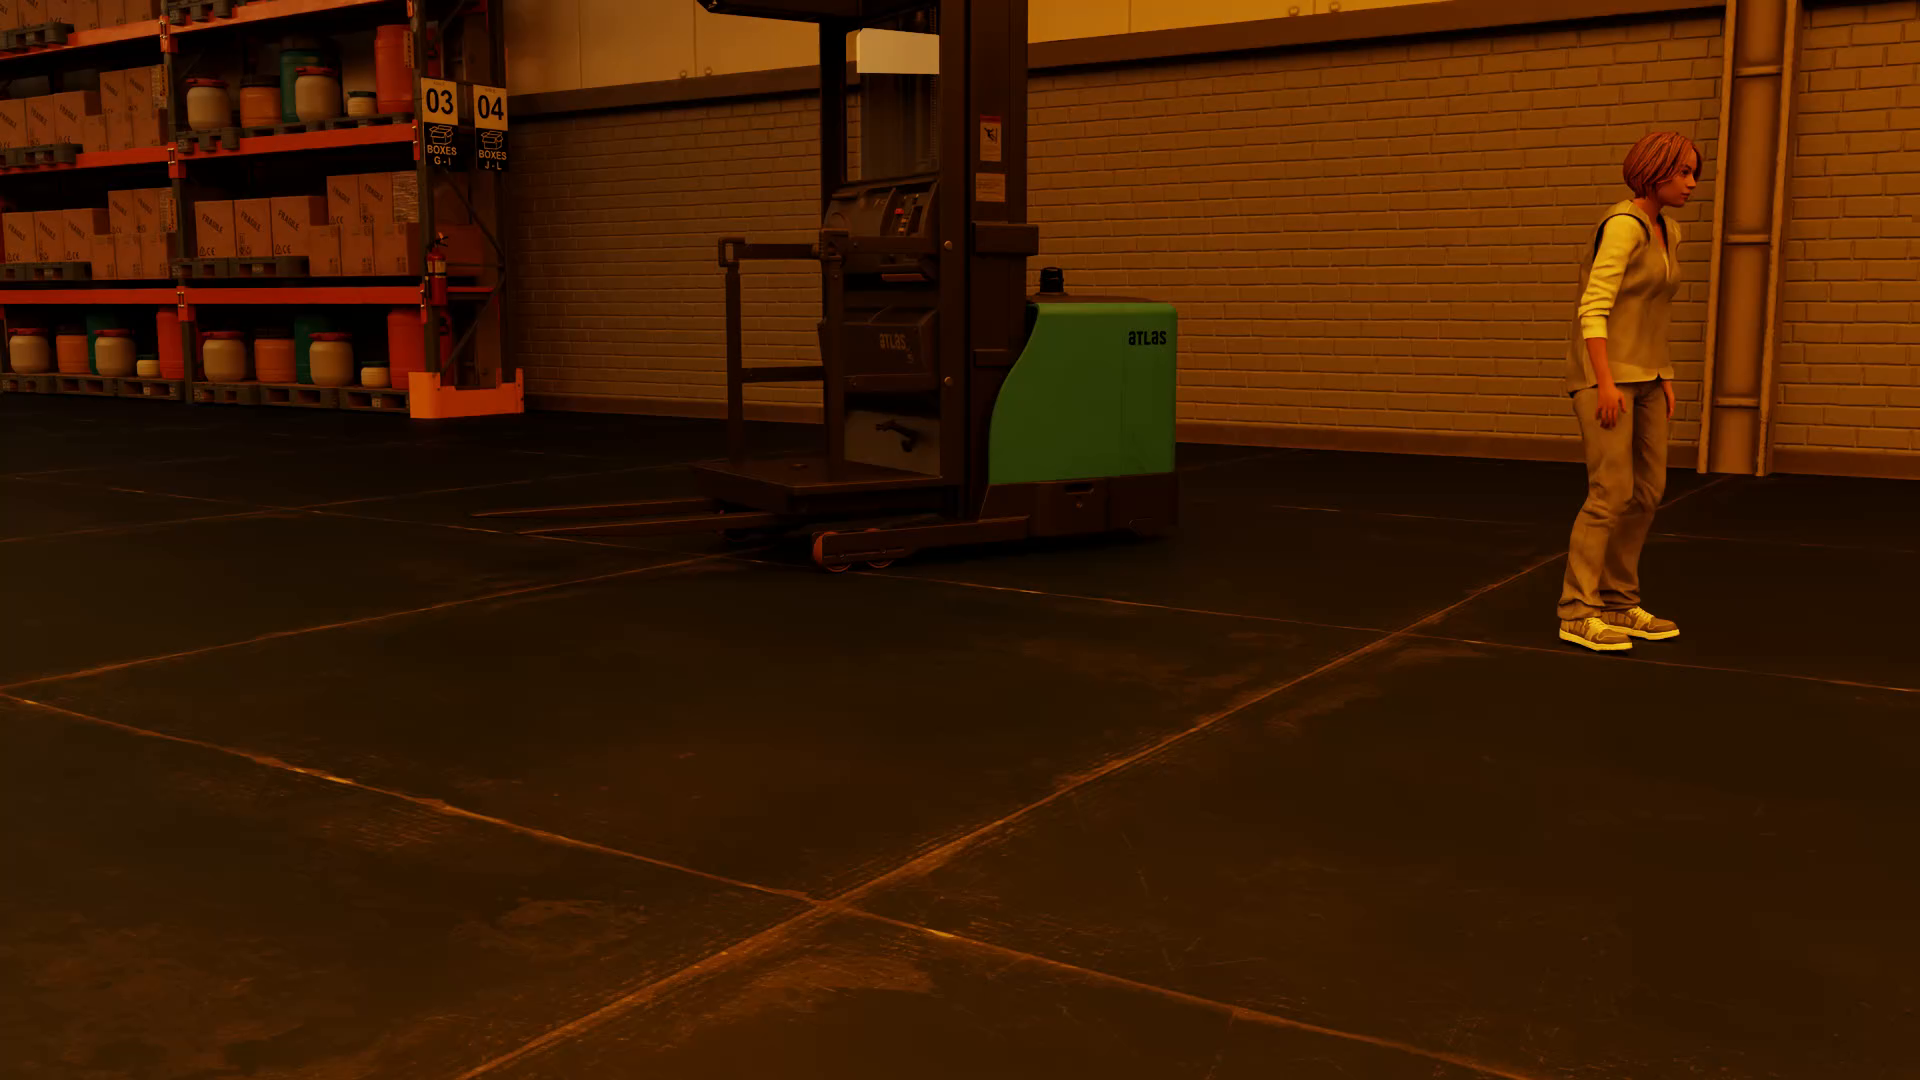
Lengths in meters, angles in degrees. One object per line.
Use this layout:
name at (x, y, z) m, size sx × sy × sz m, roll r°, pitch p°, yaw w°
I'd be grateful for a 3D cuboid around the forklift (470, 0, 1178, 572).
forklift at (-0.528, -1.406, 7.078) m, size 3.031 × 2.935 × 1.130 m, roll -5°, pitch 9°, yaw -31°

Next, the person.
person at (2.102, -0.468, 5.240) m, size 0.476 × 1.592 × 0.348 m, roll -7°, pitch 11°, yaw -42°
